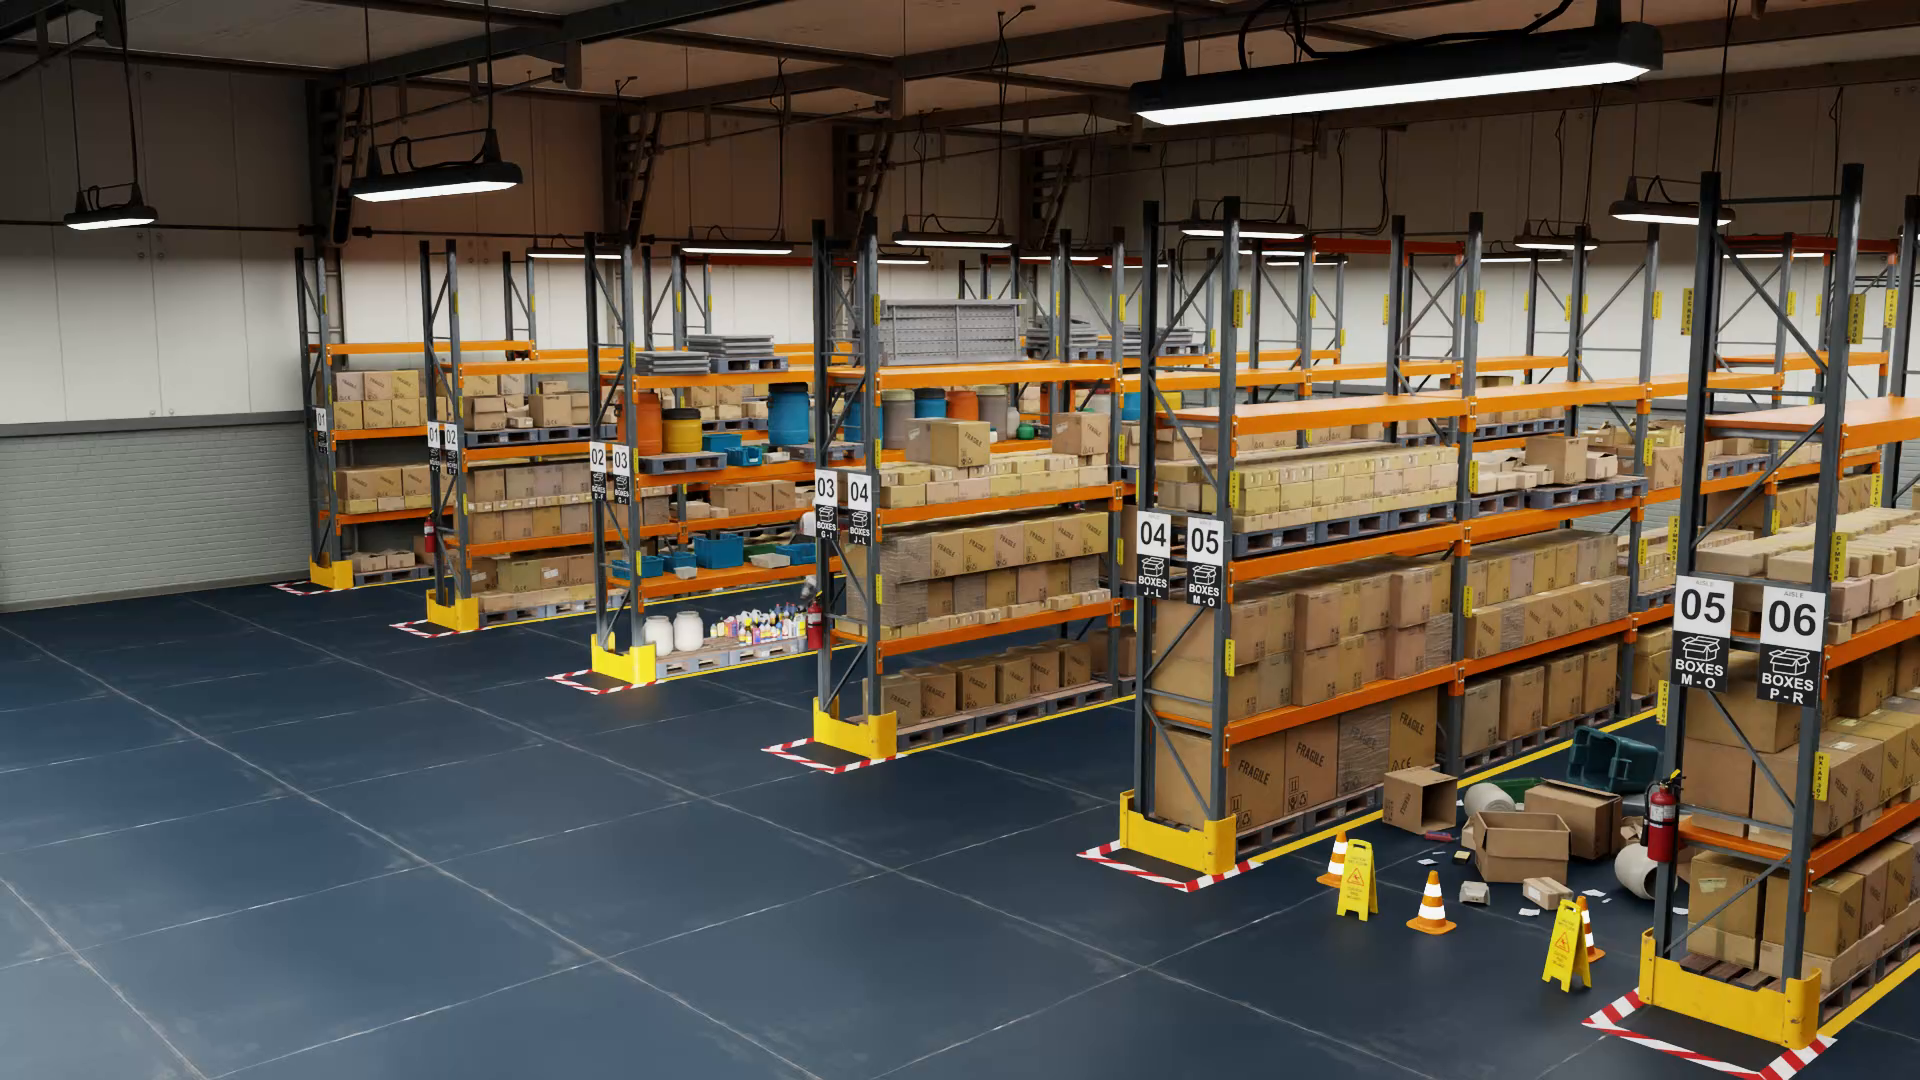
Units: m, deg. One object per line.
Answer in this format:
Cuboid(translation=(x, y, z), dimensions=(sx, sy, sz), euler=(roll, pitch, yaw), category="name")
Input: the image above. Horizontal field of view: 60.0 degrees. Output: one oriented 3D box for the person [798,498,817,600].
Cuboid(translation=(-2.384, 0.146, 27.000), dimensions=(0.601, 1.713, 0.622), euler=(6, 10, 34), category="person")
